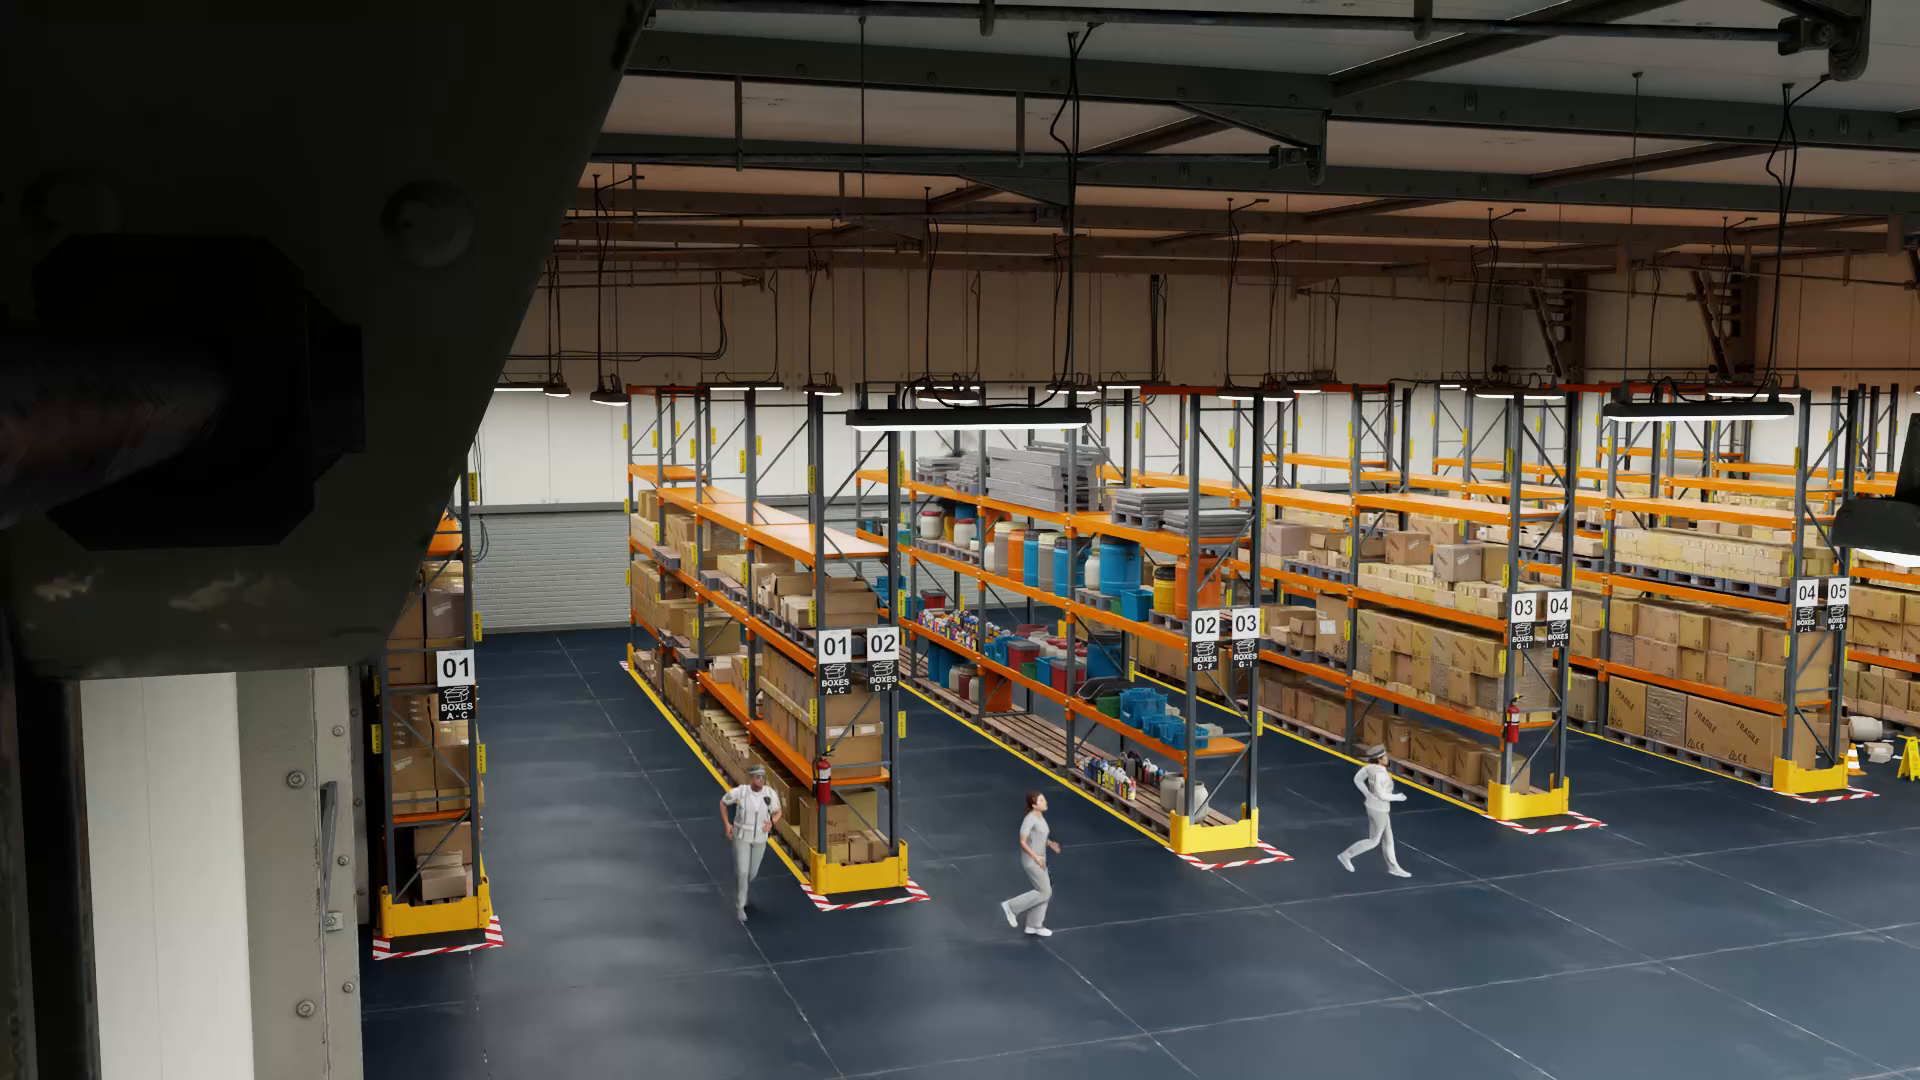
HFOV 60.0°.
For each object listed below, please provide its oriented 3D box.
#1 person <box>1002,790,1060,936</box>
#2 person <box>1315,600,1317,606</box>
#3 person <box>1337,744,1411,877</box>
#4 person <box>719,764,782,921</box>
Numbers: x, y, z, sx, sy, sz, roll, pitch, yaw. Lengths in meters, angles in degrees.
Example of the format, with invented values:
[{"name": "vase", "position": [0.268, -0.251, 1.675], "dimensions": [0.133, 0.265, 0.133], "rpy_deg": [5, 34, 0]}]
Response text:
[{"name": "person", "position": [0.806, 3.606, 18.644], "dimensions": [0.609, 1.640, 0.561], "rpy_deg": [1, 6, 13]}, {"name": "person", "position": [8.804, 1.249, 40.668], "dimensions": [0.689, 1.753, 0.968], "rpy_deg": [-4, 7, -33]}, {"name": "person", "position": [5.167, 3.358, 20.582], "dimensions": [0.884, 1.696, 0.621], "rpy_deg": [0, 6, 2]}, {"name": "person", "position": [-2.430, 3.496, 19.424], "dimensions": [0.715, 1.822, 0.794], "rpy_deg": [-2, 6, -22]}]
